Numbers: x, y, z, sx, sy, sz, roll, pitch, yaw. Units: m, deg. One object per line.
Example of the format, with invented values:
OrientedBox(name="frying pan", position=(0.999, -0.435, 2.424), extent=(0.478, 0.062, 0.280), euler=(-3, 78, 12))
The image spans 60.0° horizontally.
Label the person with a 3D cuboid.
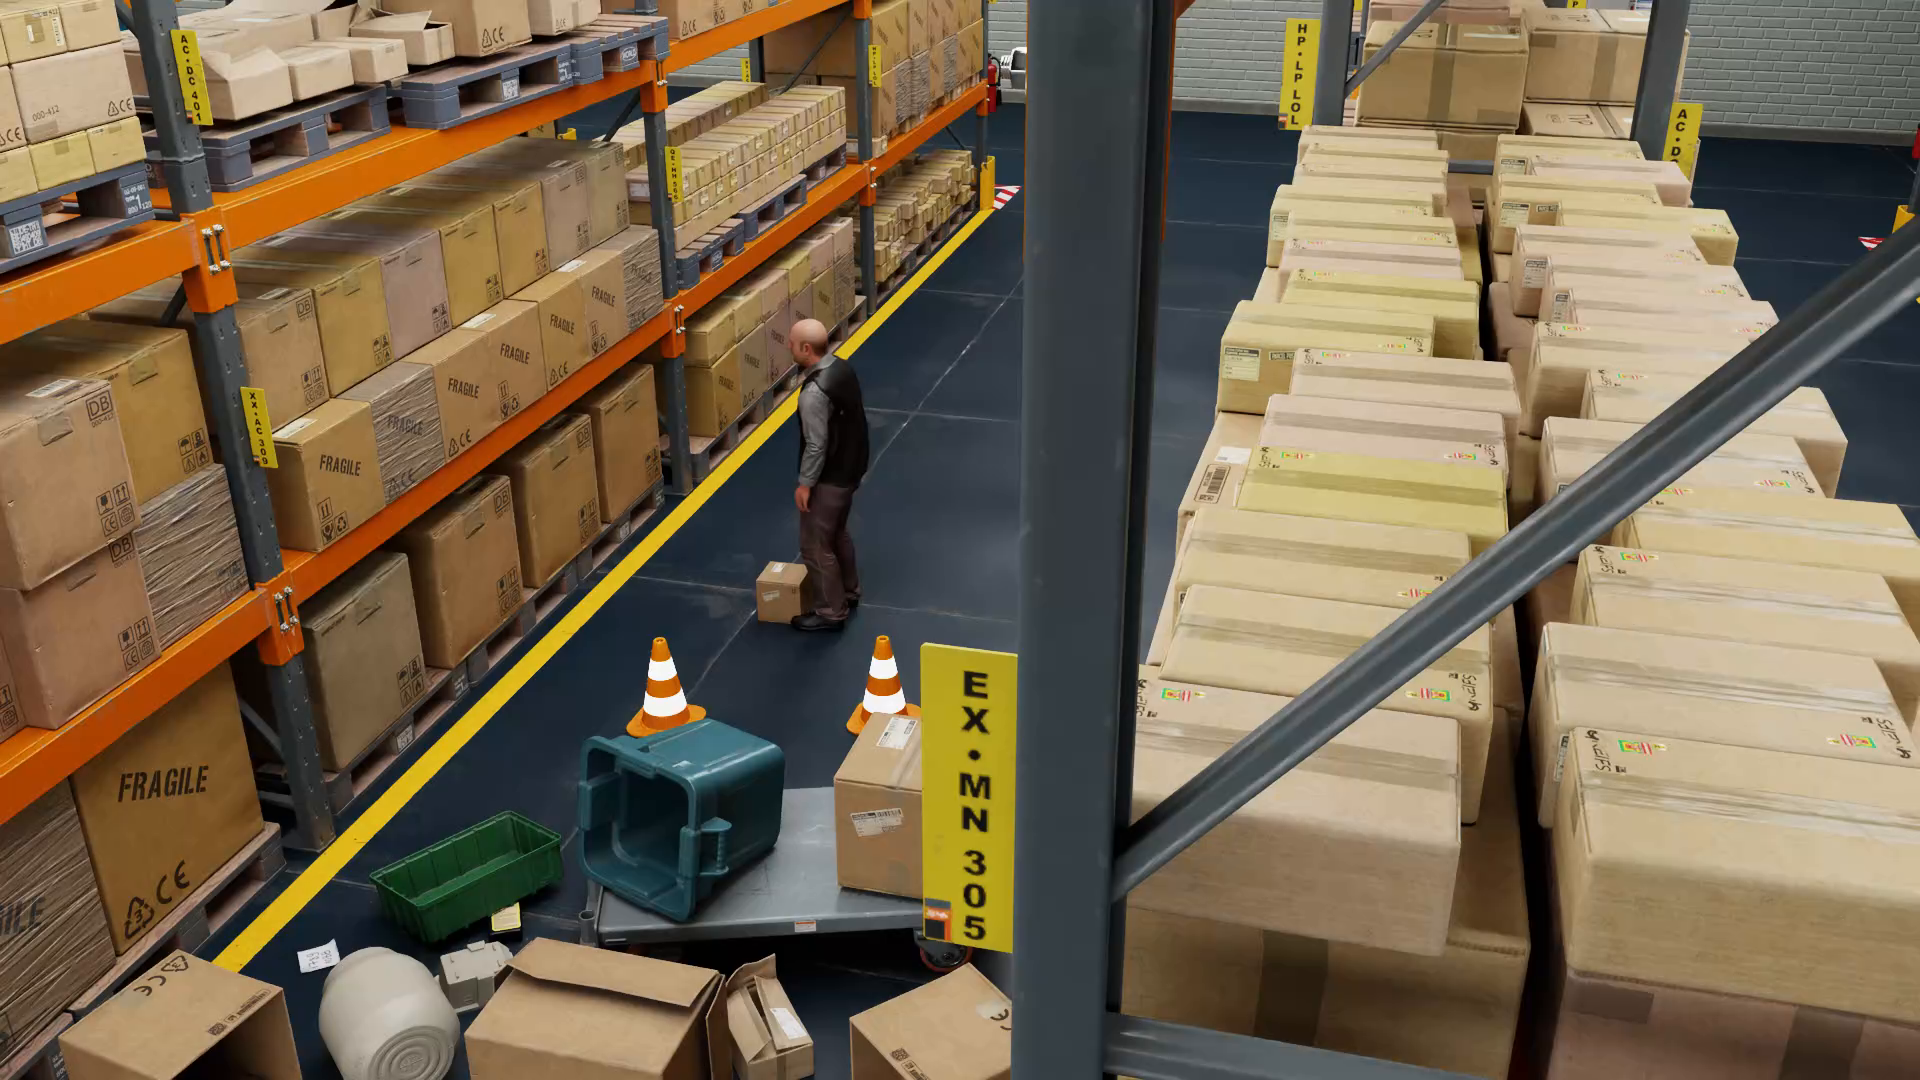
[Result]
OrientedBox(name="person", position=(-0.696, -0.348, 8.877), extent=(0.418, 1.721, 0.581), euler=(6, 26, 13))
